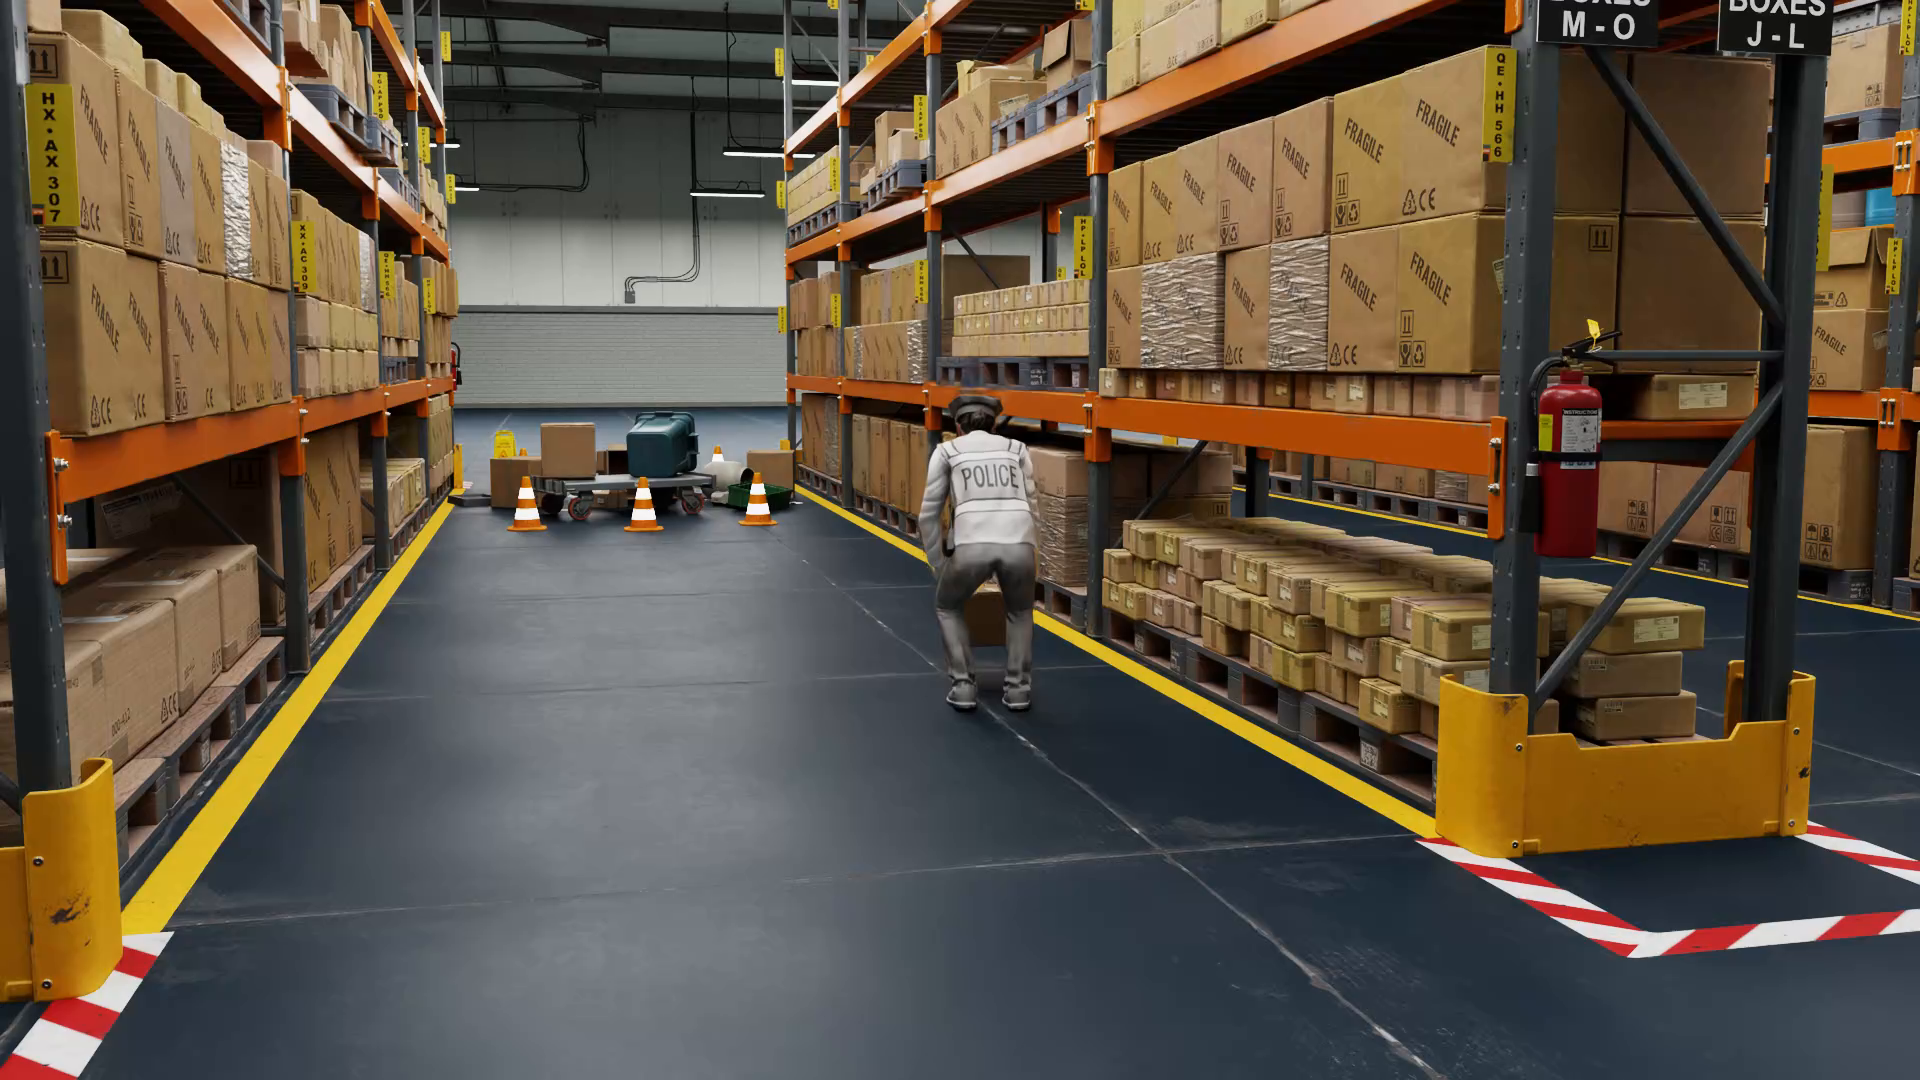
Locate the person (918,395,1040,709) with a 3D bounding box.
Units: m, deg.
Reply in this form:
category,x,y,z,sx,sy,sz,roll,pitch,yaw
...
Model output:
category,x,y,z,sx,sy,sz,roll,pitch,yaw
person,0.088,0.050,7.210,0.535,1.349,0.722,0,6,-4
